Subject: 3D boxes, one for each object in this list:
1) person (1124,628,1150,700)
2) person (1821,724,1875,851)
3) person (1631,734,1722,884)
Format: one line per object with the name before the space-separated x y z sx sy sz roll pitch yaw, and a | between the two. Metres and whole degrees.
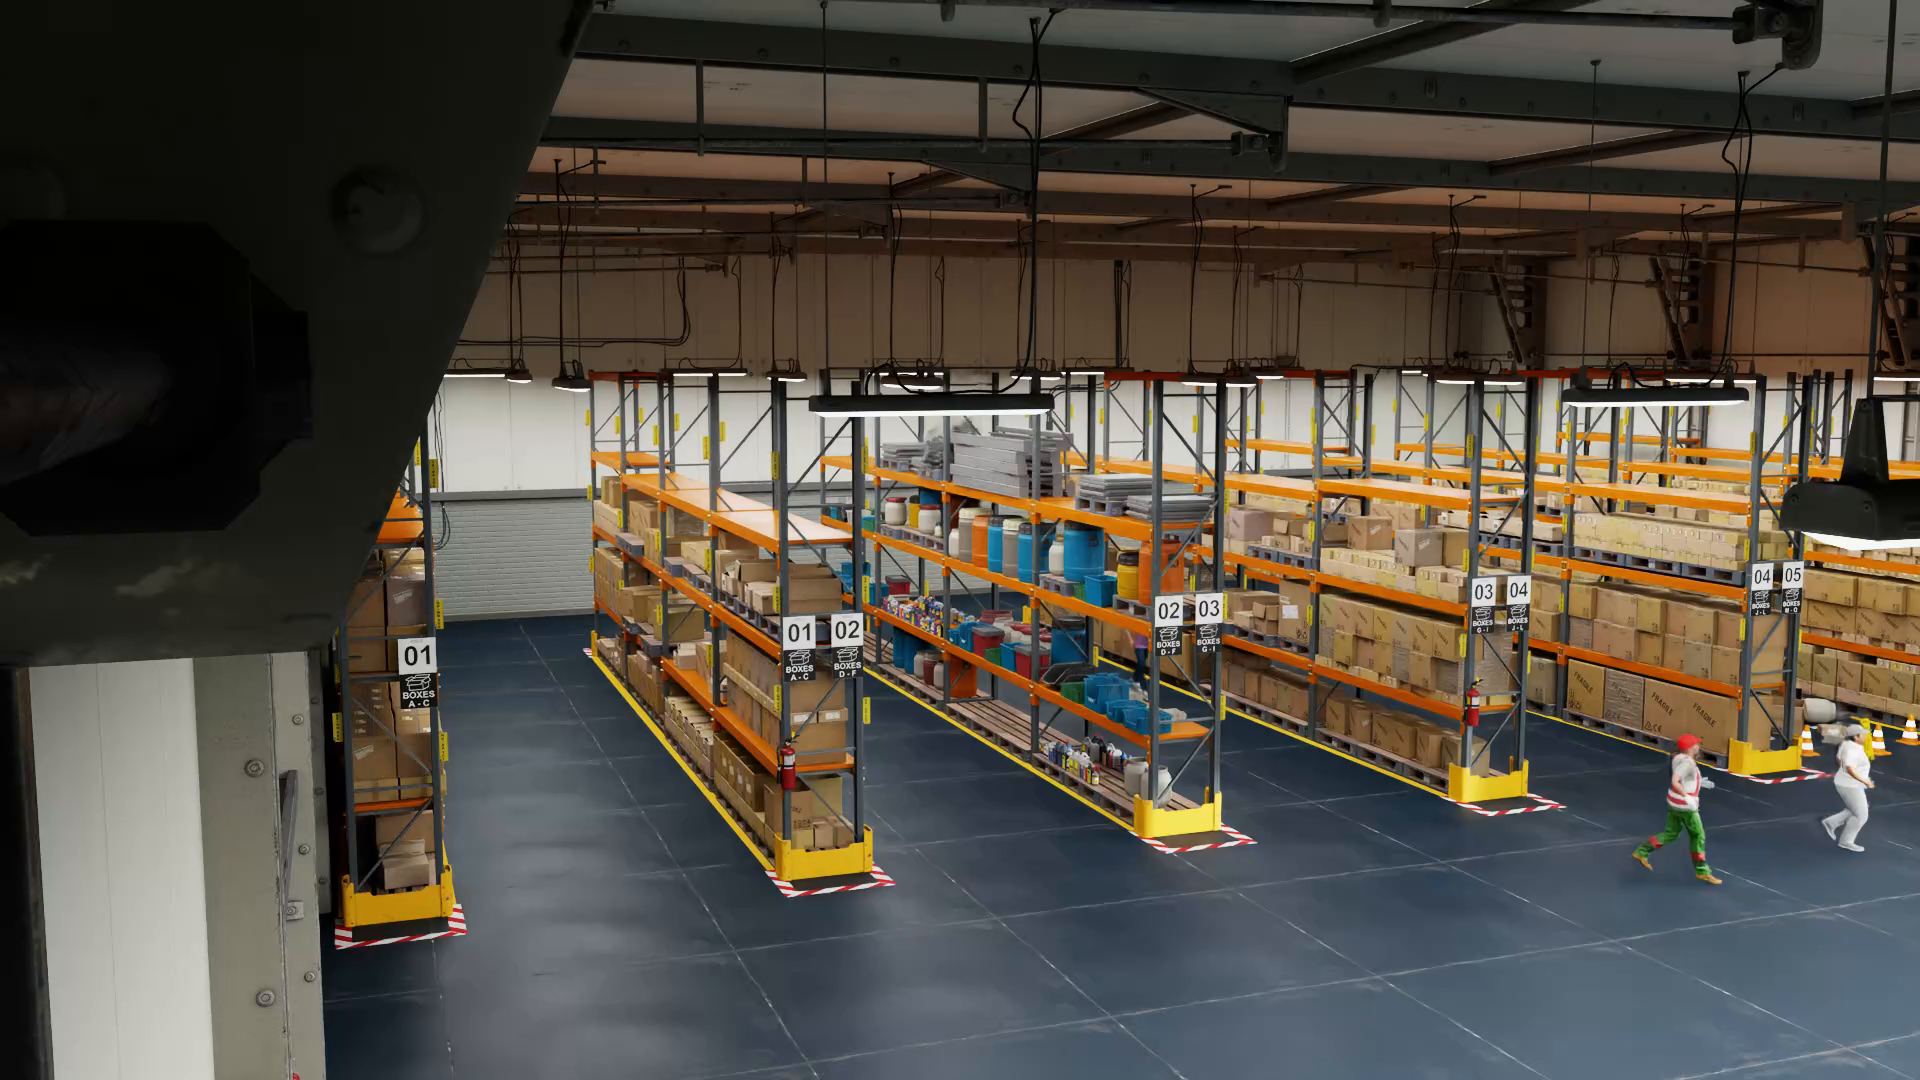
person | 3.252 1.959 29.547 0.506 1.688 0.691 -4 8 -32
person | 11.371 3.159 21.270 0.551 1.635 0.610 2 7 21
person | 8.638 3.206 19.943 1.005 1.793 0.671 1 6 9
